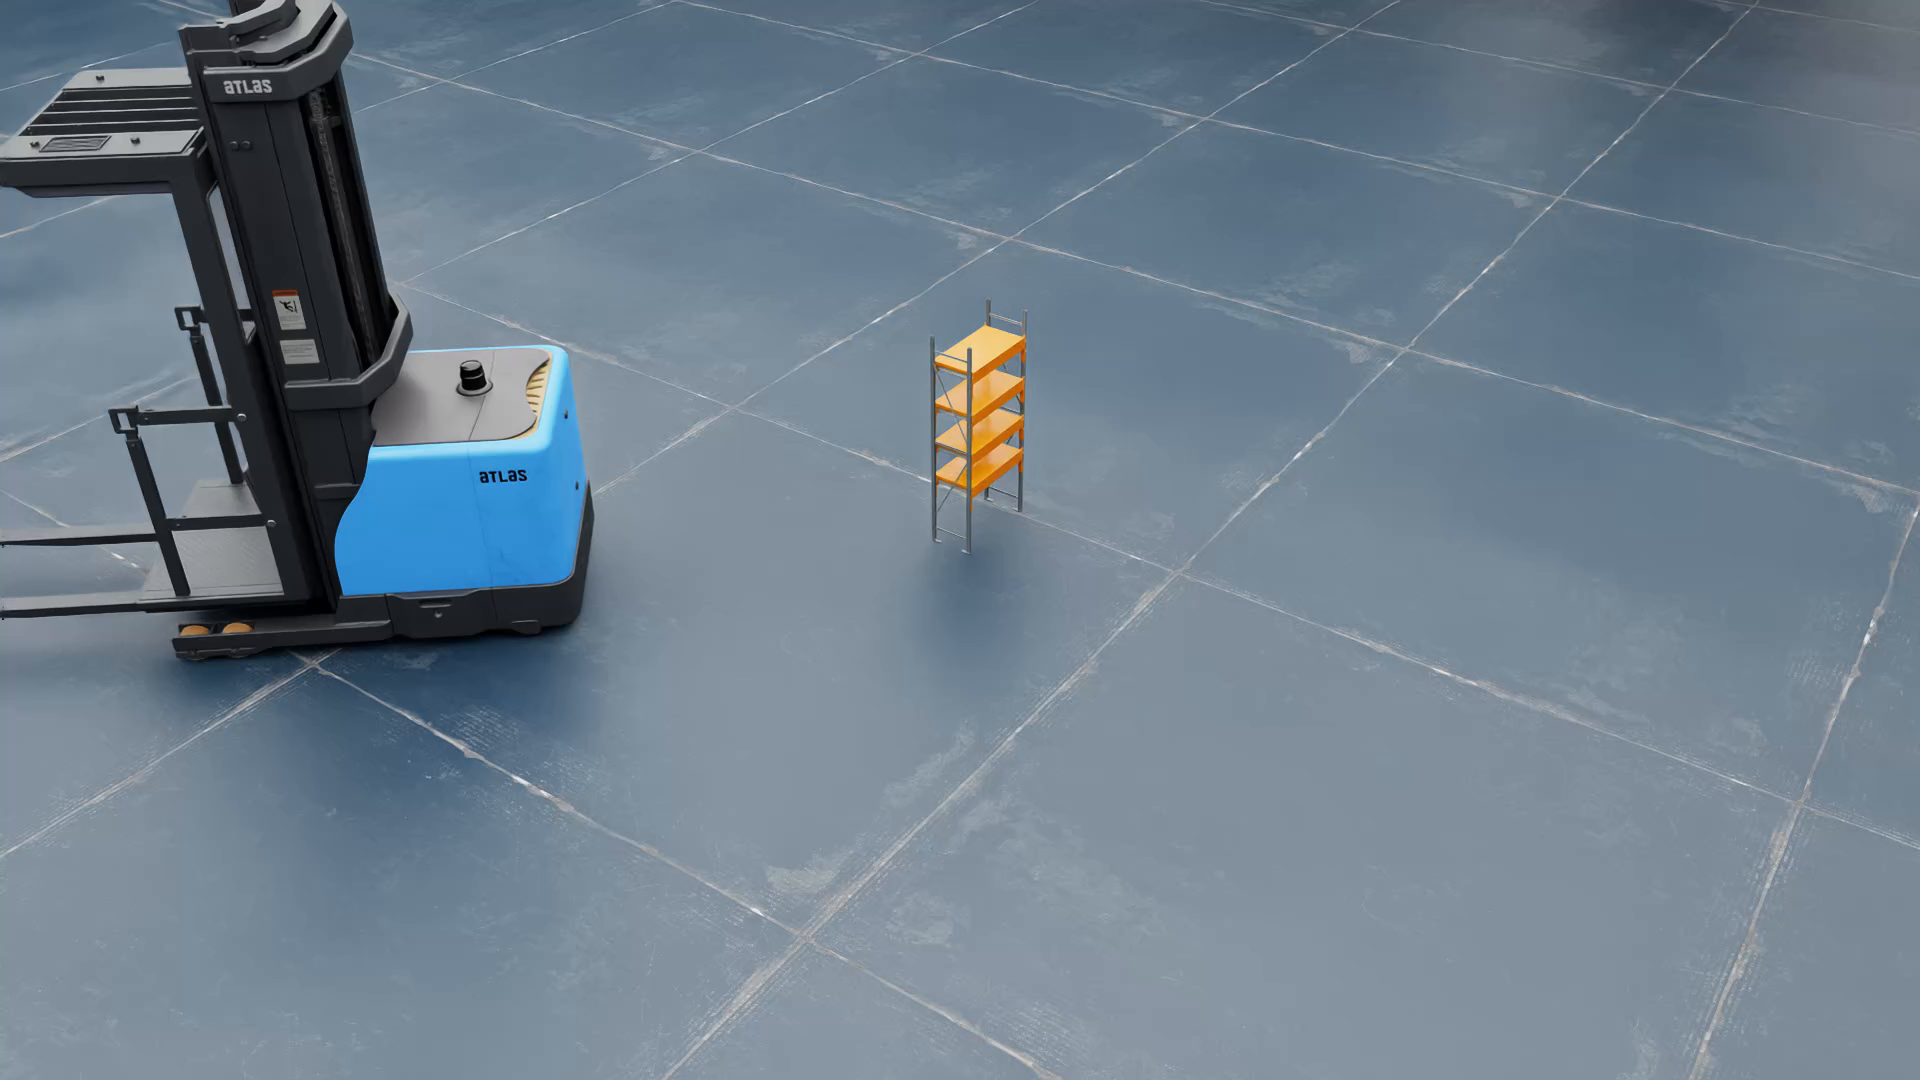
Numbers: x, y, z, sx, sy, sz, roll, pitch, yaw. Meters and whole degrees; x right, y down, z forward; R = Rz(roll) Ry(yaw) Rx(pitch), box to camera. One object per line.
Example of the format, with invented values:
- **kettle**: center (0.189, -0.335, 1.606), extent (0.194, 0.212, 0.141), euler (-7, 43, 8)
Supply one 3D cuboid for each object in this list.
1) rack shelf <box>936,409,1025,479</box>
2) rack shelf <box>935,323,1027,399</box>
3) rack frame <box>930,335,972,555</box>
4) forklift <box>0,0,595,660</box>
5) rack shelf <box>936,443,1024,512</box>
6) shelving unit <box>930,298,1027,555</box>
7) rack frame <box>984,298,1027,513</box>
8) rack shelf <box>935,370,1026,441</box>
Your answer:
- **rack shelf**: center (0.094, -0.517, 8.564), extent (0.258, 0.148, 0.480), euler (21, 39, 28)
- **rack shelf**: center (0.094, -0.899, 8.306), extent (0.258, 0.148, 0.480), euler (21, 39, 28)
- **rack frame**: center (-0.045, -0.461, 8.360), extent (0.240, 1.200, 0.015), euler (21, 39, 28)
- **forklift**: center (-3.399, -0.954, 7.545), extent (3.031, 2.935, 1.130), euler (-3, 34, -5)
- **rack shelf**: center (0.094, -0.353, 8.675), extent (0.258, 0.148, 0.480), euler (21, 39, 28)
- **shelving unit**: center (0.094, -0.573, 8.527), extent (0.258, 1.200, 0.503), euler (21, 39, 28)
- **rack frame**: center (0.234, -0.685, 8.693), extent (0.240, 1.200, 0.015), euler (21, 39, 28)
- **rack shelf**: center (0.094, -0.703, 8.439), extent (0.258, 0.148, 0.480), euler (21, 39, 28)
